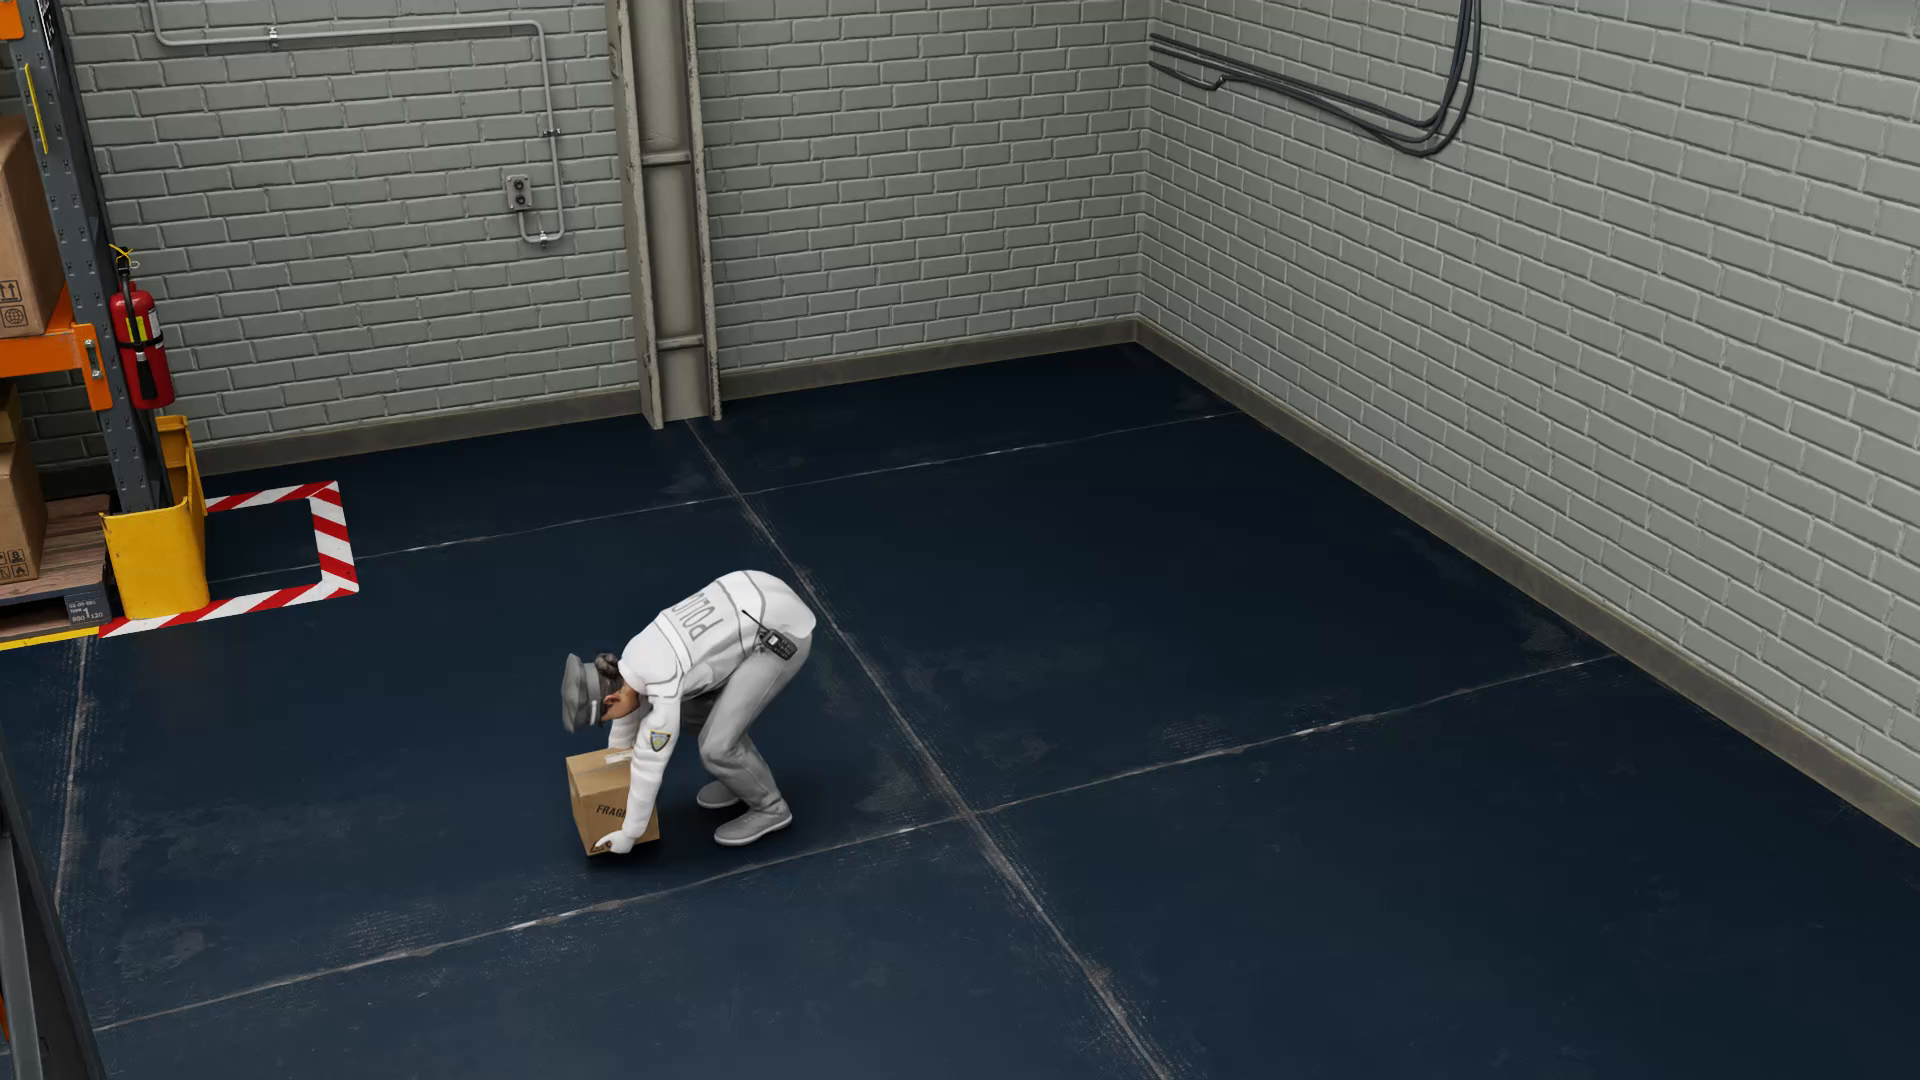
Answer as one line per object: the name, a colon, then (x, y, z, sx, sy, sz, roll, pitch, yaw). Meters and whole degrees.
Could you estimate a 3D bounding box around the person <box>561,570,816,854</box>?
person: (-0.920, 0.606, 5.722, 0.882, 0.919, 0.457, -12, 29, -23)
